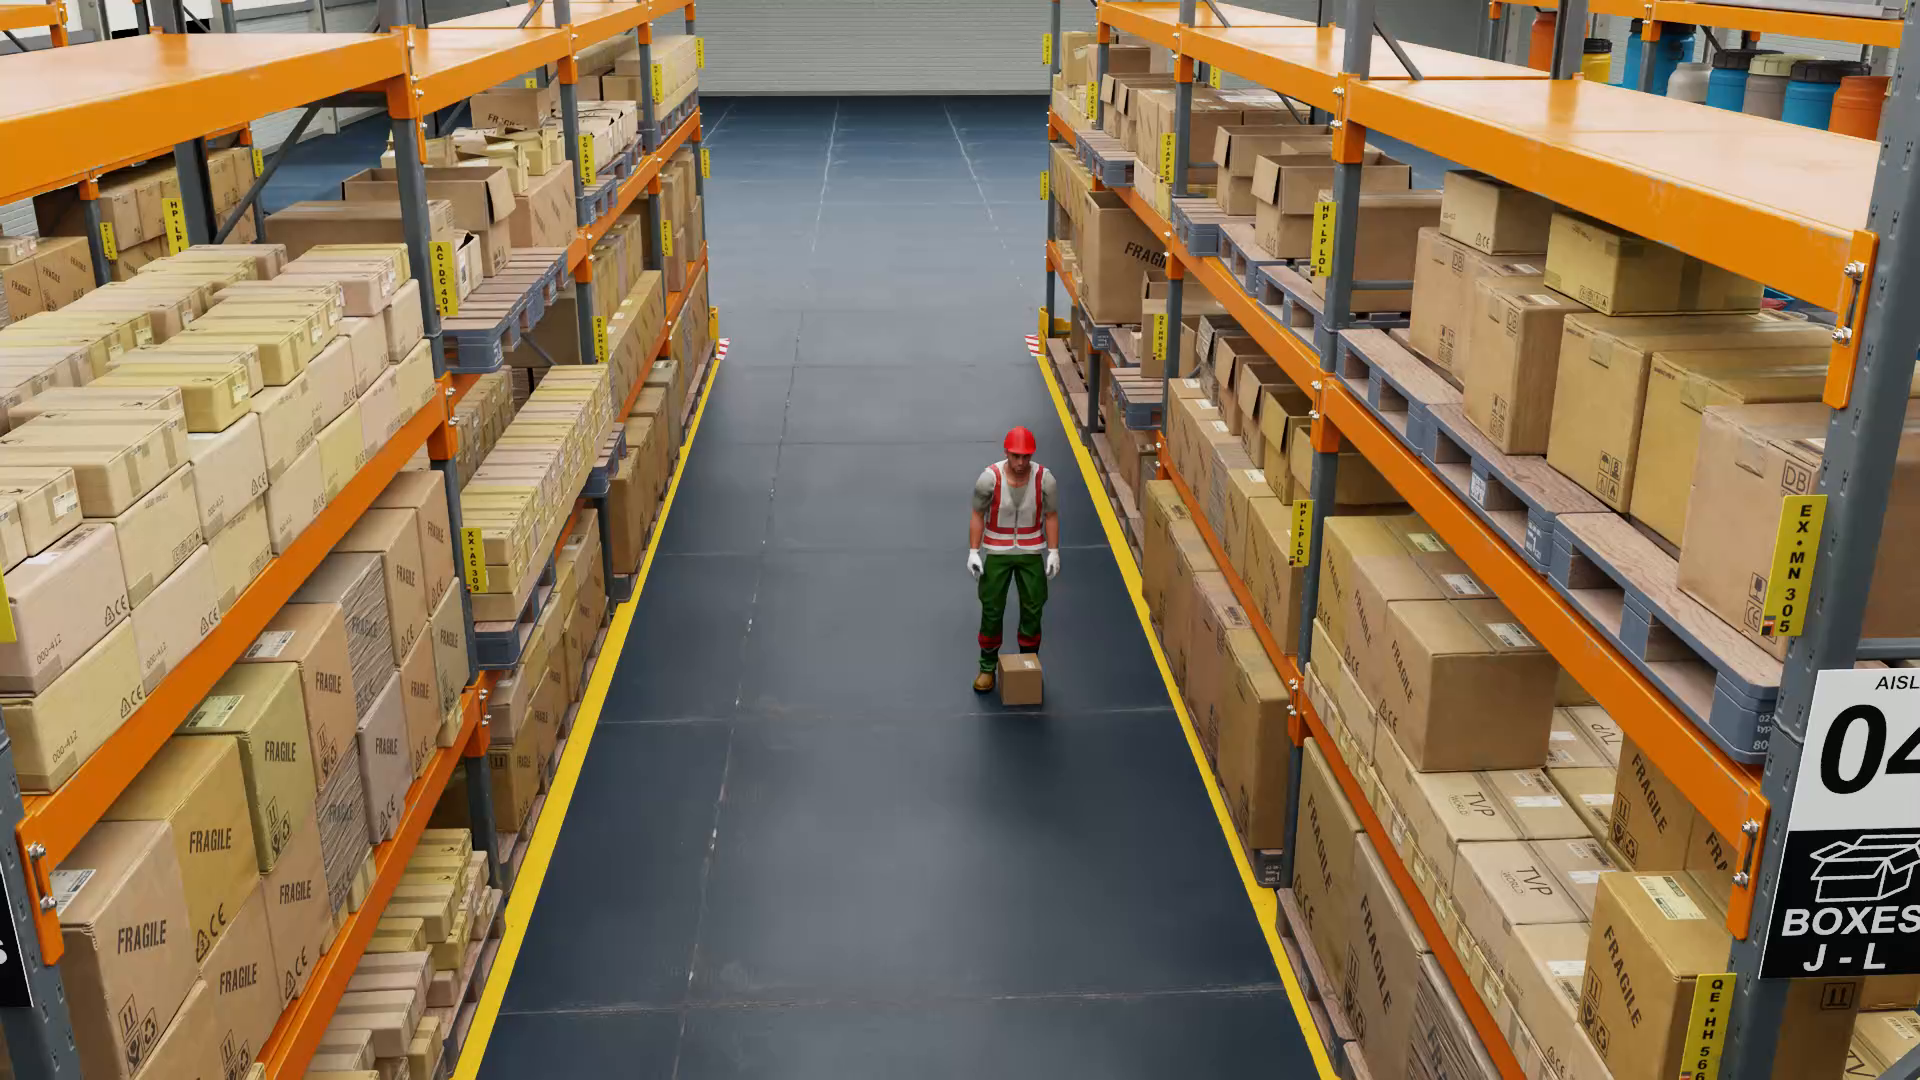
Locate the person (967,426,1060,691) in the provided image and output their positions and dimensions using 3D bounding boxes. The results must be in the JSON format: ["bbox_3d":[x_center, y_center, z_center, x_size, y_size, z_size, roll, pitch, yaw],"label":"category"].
[{"bbox_3d":[0.349,0.110,10.755,0.607,1.778,0.452,-1,20,-3],"label":"person"}]
